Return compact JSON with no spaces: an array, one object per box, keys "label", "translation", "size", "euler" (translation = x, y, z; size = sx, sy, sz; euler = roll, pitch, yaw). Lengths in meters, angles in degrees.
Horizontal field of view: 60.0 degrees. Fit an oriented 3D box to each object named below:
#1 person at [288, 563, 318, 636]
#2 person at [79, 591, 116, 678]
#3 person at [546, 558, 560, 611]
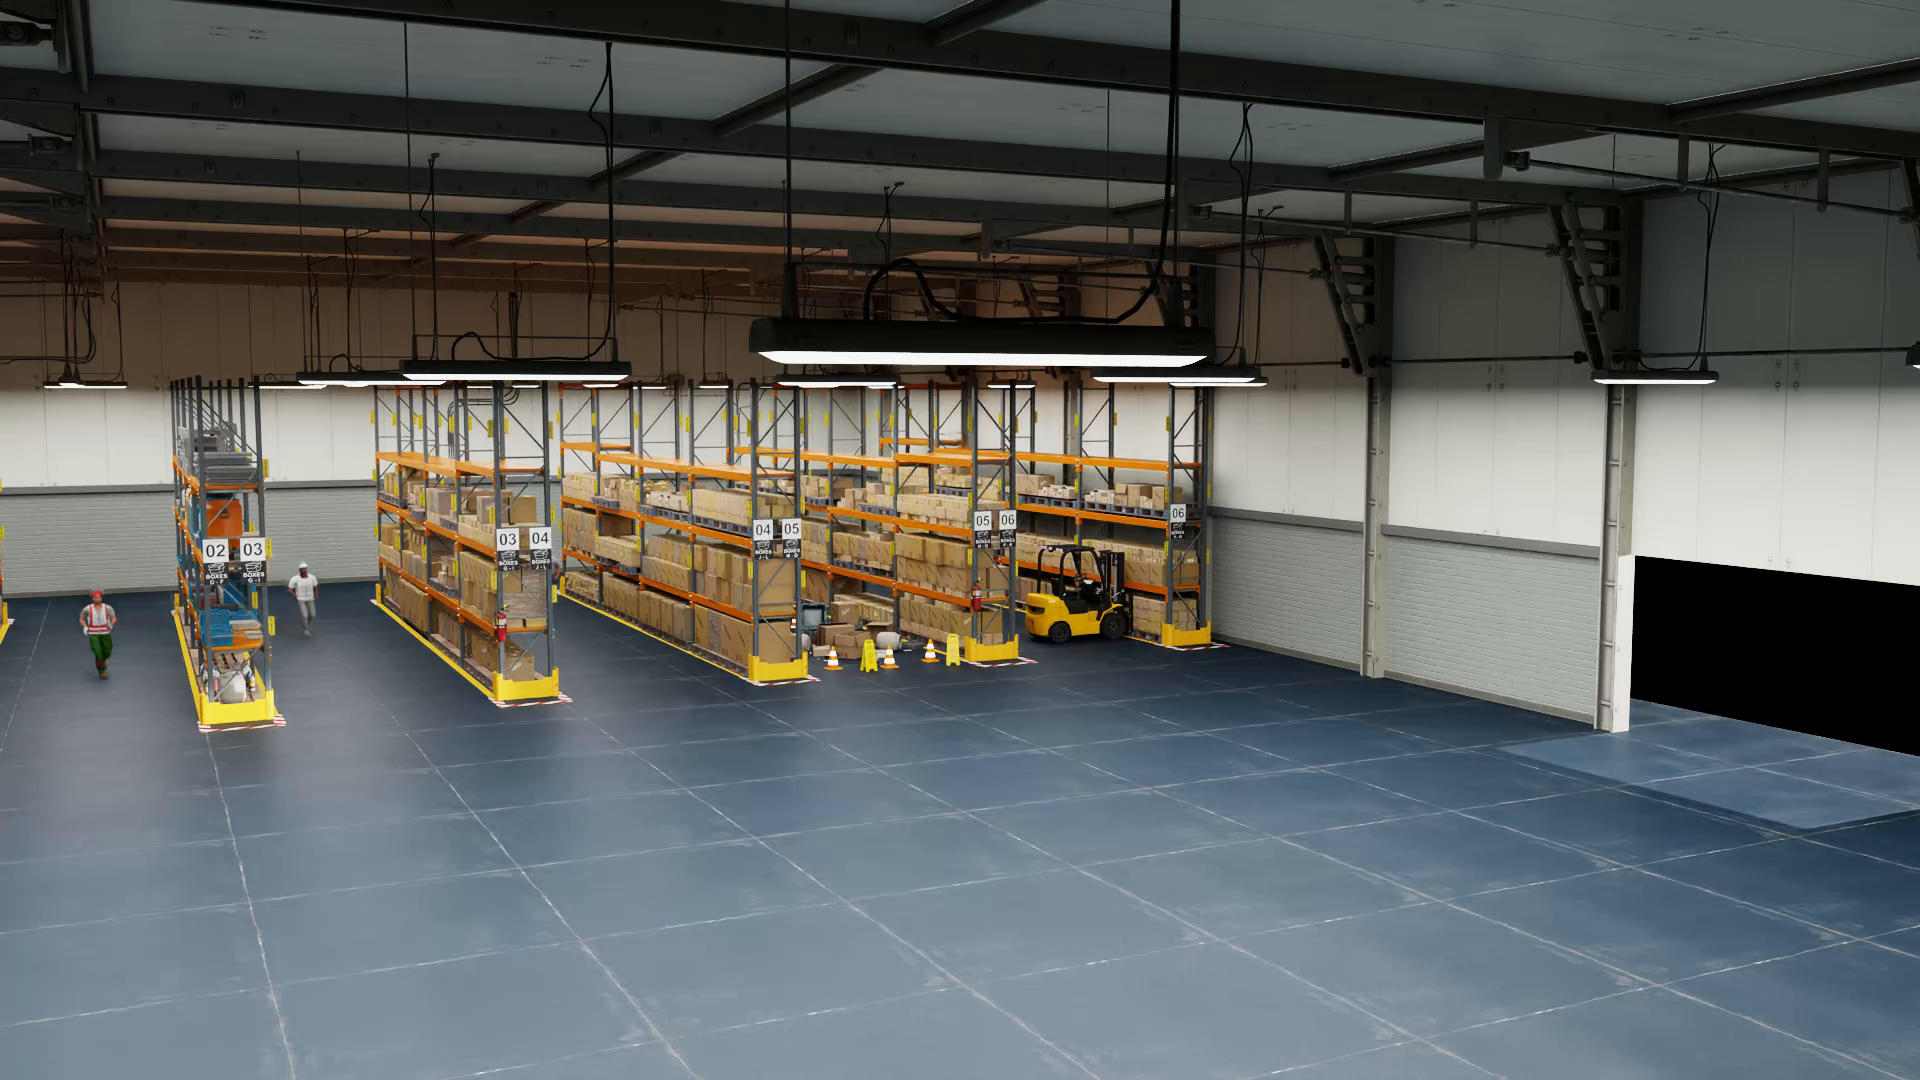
[{"label":"person","translation":[-15.392,1.394,39.023],"size":[0.686,1.722,0.589],"euler":[-4,6,-37]},{"label":"person","translation":[-17.299,1.882,33.404],"size":[0.651,1.747,0.692],"euler":[-4,6,-35]},{"label":"person","translation":[-10.807,1.054,43.671],"size":[0.626,1.616,0.607],"euler":[-2,5,-17]}]
